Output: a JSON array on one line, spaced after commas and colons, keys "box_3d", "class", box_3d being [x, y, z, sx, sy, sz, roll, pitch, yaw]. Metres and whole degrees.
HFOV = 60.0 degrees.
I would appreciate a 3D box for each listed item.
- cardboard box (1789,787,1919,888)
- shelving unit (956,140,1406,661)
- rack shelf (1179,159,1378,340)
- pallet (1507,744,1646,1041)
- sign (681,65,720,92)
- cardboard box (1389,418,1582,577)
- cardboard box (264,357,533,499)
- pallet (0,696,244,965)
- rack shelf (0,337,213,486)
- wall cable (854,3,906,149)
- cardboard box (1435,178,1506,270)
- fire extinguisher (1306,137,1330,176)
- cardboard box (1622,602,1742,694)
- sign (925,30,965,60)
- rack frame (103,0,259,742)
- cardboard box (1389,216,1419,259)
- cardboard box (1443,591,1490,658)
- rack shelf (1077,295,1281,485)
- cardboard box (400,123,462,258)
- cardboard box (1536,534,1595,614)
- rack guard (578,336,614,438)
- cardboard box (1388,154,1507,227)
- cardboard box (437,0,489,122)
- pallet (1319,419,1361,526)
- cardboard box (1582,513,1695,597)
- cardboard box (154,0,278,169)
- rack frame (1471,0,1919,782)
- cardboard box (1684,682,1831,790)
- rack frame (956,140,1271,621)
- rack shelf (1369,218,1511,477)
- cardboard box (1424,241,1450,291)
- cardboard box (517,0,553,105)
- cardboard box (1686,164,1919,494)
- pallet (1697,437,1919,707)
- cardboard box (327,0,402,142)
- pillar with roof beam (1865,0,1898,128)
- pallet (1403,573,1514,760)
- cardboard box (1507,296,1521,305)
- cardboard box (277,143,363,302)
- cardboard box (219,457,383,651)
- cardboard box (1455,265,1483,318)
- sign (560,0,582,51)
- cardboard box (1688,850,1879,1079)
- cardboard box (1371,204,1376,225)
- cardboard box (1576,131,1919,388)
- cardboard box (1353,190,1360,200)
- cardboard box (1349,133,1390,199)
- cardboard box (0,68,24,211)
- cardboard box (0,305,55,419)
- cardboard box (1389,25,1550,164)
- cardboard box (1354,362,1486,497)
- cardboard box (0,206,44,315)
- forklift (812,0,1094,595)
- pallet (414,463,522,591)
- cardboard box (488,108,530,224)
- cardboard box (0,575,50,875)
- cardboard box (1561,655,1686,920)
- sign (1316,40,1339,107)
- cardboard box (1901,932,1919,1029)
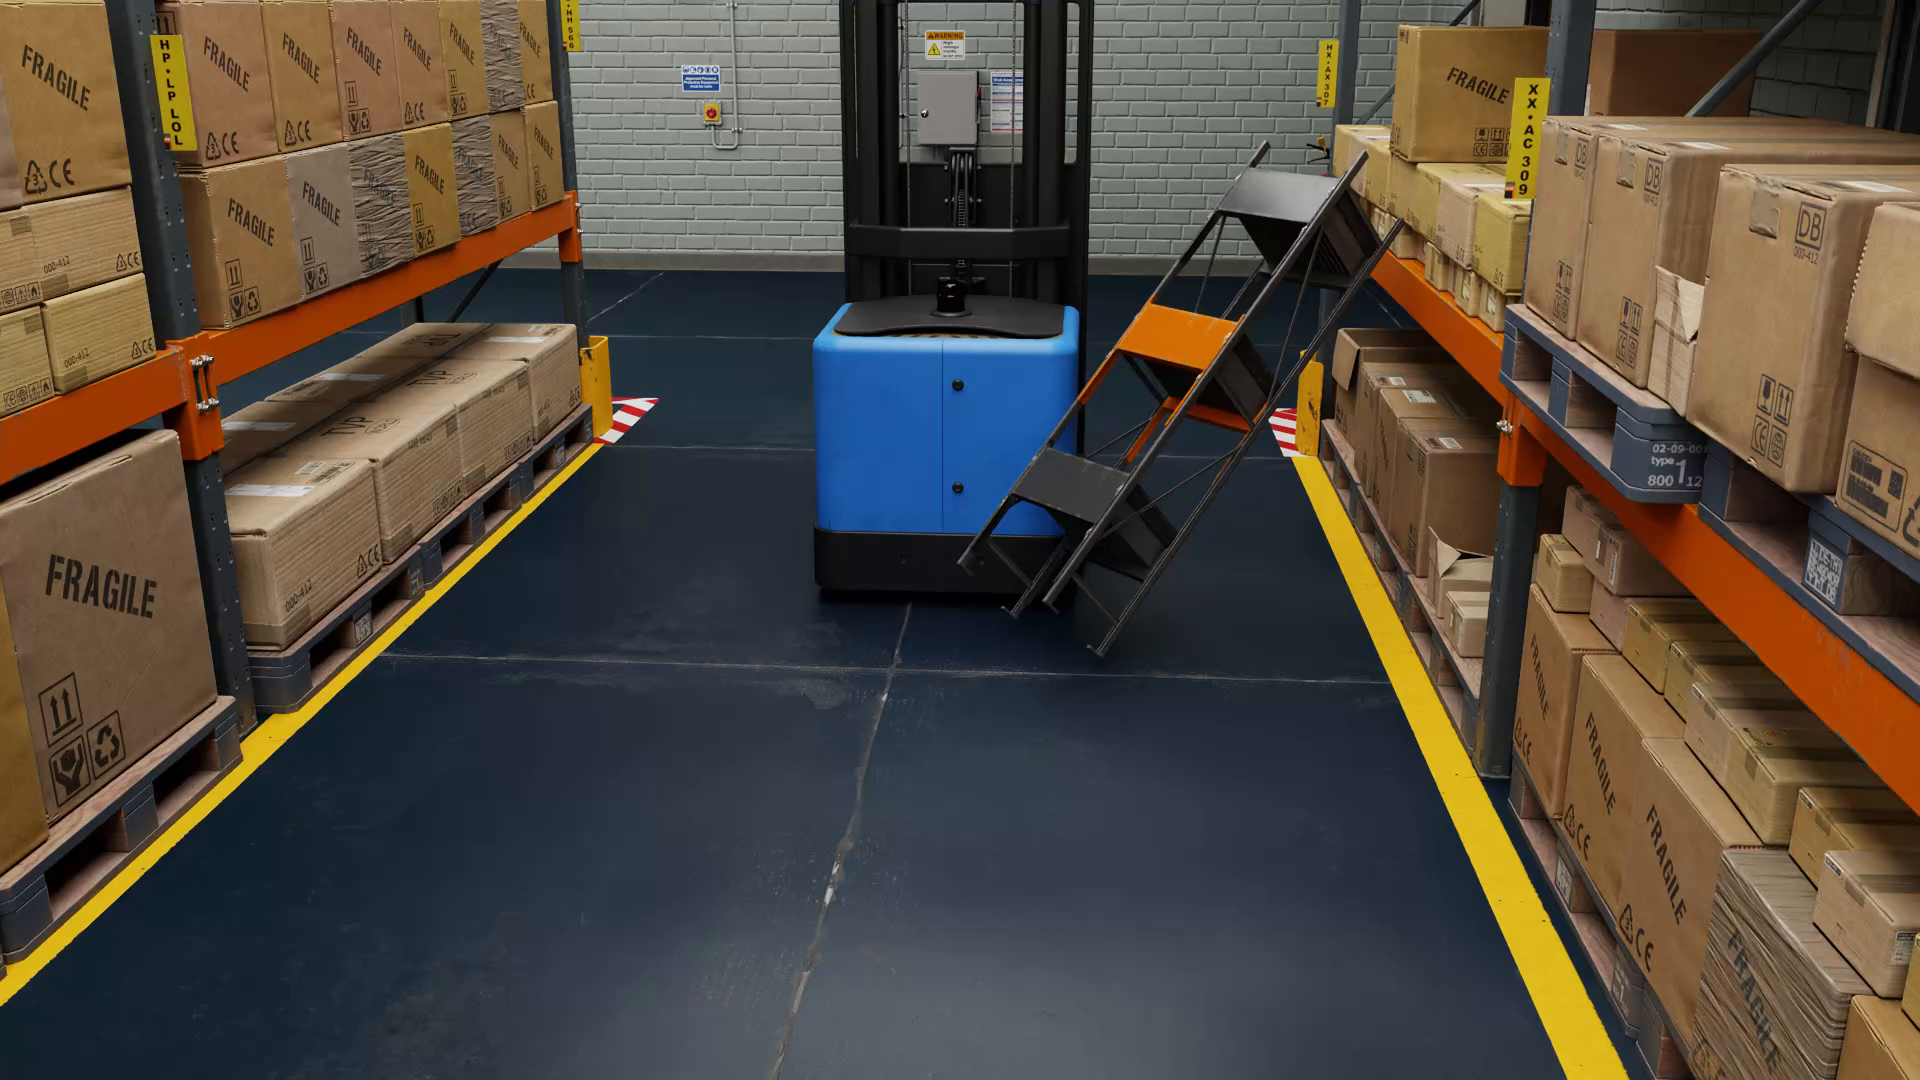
[{"box_3d": [1.802, 0.588, 3.108, 0.380, 0.149, 0.250, 1, 18, 4], "class": "cardboard box"}, {"box_3d": [0.855, -0.570, 6.279, 0.503, 0.431, 2.100, 23, 72, 49], "class": "shelving unit"}, {"box_3d": [1.251, -1.113, 6.416, 0.480, 0.431, 0.518, 23, 72, 49], "class": "rack shelf"}, {"box_3d": [2.094, 0.890, 4.368, 1.003, 0.211, 1.213, 1, 18, 4], "class": "pallet"}, {"box_3d": [-2.213, -3.941, 14.198, 0.327, 0.218, 0.001, 1, 18, 4], "class": "sign"}, {"box_3d": [2.088, -0.168, 6.457, 0.700, 0.500, 0.500, 1, 18, 2], "class": "cardboard box"}, {"box_3d": [-2.555, -0.531, 7.666, 0.875, 0.438, 0.875, 2, 18, 5], "class": "cardboard box"}, {"box_3d": [-2.817, 0.768, 4.739, 1.003, 0.211, 1.213, 1, 18, 4], "class": "pallet"}, {"box_3d": [-2.980, 0.165, 3.258, 1.077, 0.370, 4.000, 1, 18, 4], "class": "rack shelf"}, {"box_3d": [-0.754, -4.247, 13.935, 0.588, 1.984, 0.122, 1, 18, 4], "class": "wall cable"}, {"box_3d": [1.929, -1.078, 5.659, 0.500, 0.250, 0.500, 1, 18, 4], "class": "cardboard box"}, {"box_3d": [1.951, -1.773, 8.739, 0.296, 0.674, 0.183, 1, 18, 4], "class": "fire extinguisher"}, {"box_3d": [1.874, 0.265, 4.096, 0.380, 0.149, 0.250, 0, 18, 1], "class": "cardboard box"}, {"box_3d": [-0.125, -4.158, 13.969, 0.339, 0.242, 0.001, 1, 18, 4], "class": "sign"}, {"box_3d": [-2.837, -0.798, 5.042, 1.000, 3.000, 0.127, 1, 18, 4], "class": "rack frame"}, {"box_3d": [1.963, -1.234, 6.776, 0.380, 0.149, 0.250, 2, 18, 5], "class": "cardboard box"}, {"box_3d": [1.861, 0.287, 5.634, 0.380, 0.149, 0.250, 1, 18, 2], "class": "cardboard box"}, {"box_3d": [0.847, -0.559, 6.277, 0.480, 0.431, 0.518, 23, 72, 49], "class": "rack shelf"}, {"box_3d": [-2.423, -1.456, 6.889, 0.500, 0.500, 0.500, 2, 18, 6], "class": "cardboard box"}, {"box_3d": [1.823, 0.097, 4.608, 0.380, 0.149, 0.250, 2, 18, 7], "class": "cardboard box"}, {"box_3d": [-2.548, -0.860, 9.245, 1.175, 0.500, 0.348, 1, 18, 4], "class": "rack guard"}, {"box_3d": [2.016, -1.393, 6.619, 0.500, 0.250, 0.500, 1, 18, 2], "class": "cardboard box"}, {"box_3d": [-2.394, -2.092, 7.223, 0.500, 0.500, 0.500, 1, 18, 4], "class": "cardboard box"}, {"box_3d": [2.340, -0.334, 8.105, 1.003, 0.211, 1.213, 1, 18, 4], "class": "pallet"}, {"box_3d": [1.852, 0.037, 4.312, 0.380, 0.149, 0.250, 0, 18, 1], "class": "cardboard box"}, {"box_3d": [-2.561, -1.463, 5.305, 0.500, 0.500, 0.500, 1, 18, 4], "class": "cardboard box"}, {"box_3d": [2.114, -0.689, 4.707, 1.000, 3.000, 0.127, 1, 18, 4], "class": "rack frame"}, {"box_3d": [1.812, 0.427, 3.601, 0.380, 0.149, 0.250, 1, 18, 4], "class": "cardboard box"}, {"box_3d": [0.706, -0.632, 6.462, 0.015, 0.400, 2.100, 23, 72, 49], "class": "rack frame"}, {"box_3d": [2.258, -0.968, 6.715, 1.077, 0.370, 4.000, 1, 18, 4], "class": "rack shelf"}, {"box_3d": [1.913, -0.997, 6.053, 0.380, 0.149, 0.250, 1, 18, 3], "class": "cardboard box"}, {"box_3d": [-2.347, -2.408, 8.189, 0.500, 0.500, 0.500, 2, 18, 6], "class": "cardboard box"}, {"box_3d": [1.763, -0.386, 2.948, 0.700, 0.500, 0.500, 1, 18, 4], "class": "cardboard box"}, {"box_3d": [1.962, 0.041, 2.789, 1.003, 0.211, 1.213, 1, 18, 4], "class": "pallet"}, {"box_3d": [-2.471, -1.779, 6.268, 0.500, 0.500, 0.500, 2, 18, 5], "class": "cardboard box"}, {"box_3d": [-1.231, -3.832, 4.665, 9.100, 9.000, 0.400, 1, 18, 4], "class": "pillar with roof beam"}, {"box_3d": [2.165, 0.423, 5.792, 1.003, 0.211, 1.213, 1, 18, 4], "class": "pallet"}, {"box_3d": [1.885, -0.674, 5.066, 0.380, 0.149, 0.250, 2, 18, 5], "class": "cardboard box"}, {"box_3d": [-2.502, -1.142, 5.930, 0.500, 0.500, 0.500, 1, 18, 4], "class": "cardboard box"}, {"box_3d": [-2.685, 0.027, 5.963, 0.875, 0.438, 0.875, 1, 18, 3], "class": "cardboard box"}, {"box_3d": [1.877, -0.836, 5.562, 0.380, 0.149, 0.250, 2, 18, 5], "class": "cardboard box"}, {"box_3d": [-2.010, -2.687, 8.566, 0.100, 0.325, 0.005, 1, 18, 4], "class": "sign"}, {"box_3d": [1.743, 0.926, 3.118, 0.500, 0.500, 0.500, 1, 18, 2], "class": "cardboard box"}, {"box_3d": [2.068, -1.476, 7.514, 0.380, 0.149, 0.250, 2, 18, 6], "class": "cardboard box"}, {"box_3d": [1.820, -0.629, 3.692, 0.700, 0.500, 0.500, 1, 18, 5], "class": "cardboard box"}, {"box_3d": [2.104, -1.715, 8.245, 0.380, 0.149, 0.250, 1, 18, 3], "class": "cardboard box"}, {"box_3d": [2.064, -1.709, 7.586, 0.500, 0.250, 0.500, 1, 18, 5], "class": "cardboard box"}, {"box_3d": [-2.648, -1.016, 3.939, 0.500, 0.500, 0.500, 2, 18, 5], "class": "cardboard box"}, {"box_3d": [-2.655, -0.424, 4.140, 0.500, 0.250, 0.500, 1, 18, 3], "class": "cardboard box"}, {"box_3d": [1.993, -1.756, 6.525, 0.500, 0.500, 0.500, 2, 18, 5], "class": "cardboard box"}, {"box_3d": [2.163, -0.490, 7.441, 0.700, 0.500, 0.500, 2, 18, 6], "class": "cardboard box"}, {"box_3d": [-2.654, -0.667, 4.078, 0.500, 0.250, 0.500, 2, 18, 5], "class": "cardboard box"}, {"box_3d": [0.048, -1.588, 7.564, 1.130, 2.935, 3.031, 1, 18, 4], "class": "forklift"}, {"box_3d": [-2.619, -0.087, 7.351, 1.003, 0.211, 1.213, 1, 18, 4], "class": "pallet"}, {"box_3d": [-2.372, -1.777, 7.867, 0.500, 0.500, 0.500, 1, 18, 3], "class": "cardboard box"}, {"box_3d": [-2.858, 0.487, 3.857, 0.875, 0.875, 0.875, 2, 18, 6], "class": "cardboard box"}, {"box_3d": [1.827, 0.611, 4.082, 0.500, 0.500, 0.500, 1, 18, 3], "class": "cardboard box"}, {"box_3d": [1.860, -2.354, 8.400, 0.100, 0.325, 0.005, 1, 18, 4], "class": "sign"}, {"box_3d": [1.744, 0.750, 2.615, 0.380, 0.149, 0.250, 1, 18, 3], "class": "cardboard box"}]
